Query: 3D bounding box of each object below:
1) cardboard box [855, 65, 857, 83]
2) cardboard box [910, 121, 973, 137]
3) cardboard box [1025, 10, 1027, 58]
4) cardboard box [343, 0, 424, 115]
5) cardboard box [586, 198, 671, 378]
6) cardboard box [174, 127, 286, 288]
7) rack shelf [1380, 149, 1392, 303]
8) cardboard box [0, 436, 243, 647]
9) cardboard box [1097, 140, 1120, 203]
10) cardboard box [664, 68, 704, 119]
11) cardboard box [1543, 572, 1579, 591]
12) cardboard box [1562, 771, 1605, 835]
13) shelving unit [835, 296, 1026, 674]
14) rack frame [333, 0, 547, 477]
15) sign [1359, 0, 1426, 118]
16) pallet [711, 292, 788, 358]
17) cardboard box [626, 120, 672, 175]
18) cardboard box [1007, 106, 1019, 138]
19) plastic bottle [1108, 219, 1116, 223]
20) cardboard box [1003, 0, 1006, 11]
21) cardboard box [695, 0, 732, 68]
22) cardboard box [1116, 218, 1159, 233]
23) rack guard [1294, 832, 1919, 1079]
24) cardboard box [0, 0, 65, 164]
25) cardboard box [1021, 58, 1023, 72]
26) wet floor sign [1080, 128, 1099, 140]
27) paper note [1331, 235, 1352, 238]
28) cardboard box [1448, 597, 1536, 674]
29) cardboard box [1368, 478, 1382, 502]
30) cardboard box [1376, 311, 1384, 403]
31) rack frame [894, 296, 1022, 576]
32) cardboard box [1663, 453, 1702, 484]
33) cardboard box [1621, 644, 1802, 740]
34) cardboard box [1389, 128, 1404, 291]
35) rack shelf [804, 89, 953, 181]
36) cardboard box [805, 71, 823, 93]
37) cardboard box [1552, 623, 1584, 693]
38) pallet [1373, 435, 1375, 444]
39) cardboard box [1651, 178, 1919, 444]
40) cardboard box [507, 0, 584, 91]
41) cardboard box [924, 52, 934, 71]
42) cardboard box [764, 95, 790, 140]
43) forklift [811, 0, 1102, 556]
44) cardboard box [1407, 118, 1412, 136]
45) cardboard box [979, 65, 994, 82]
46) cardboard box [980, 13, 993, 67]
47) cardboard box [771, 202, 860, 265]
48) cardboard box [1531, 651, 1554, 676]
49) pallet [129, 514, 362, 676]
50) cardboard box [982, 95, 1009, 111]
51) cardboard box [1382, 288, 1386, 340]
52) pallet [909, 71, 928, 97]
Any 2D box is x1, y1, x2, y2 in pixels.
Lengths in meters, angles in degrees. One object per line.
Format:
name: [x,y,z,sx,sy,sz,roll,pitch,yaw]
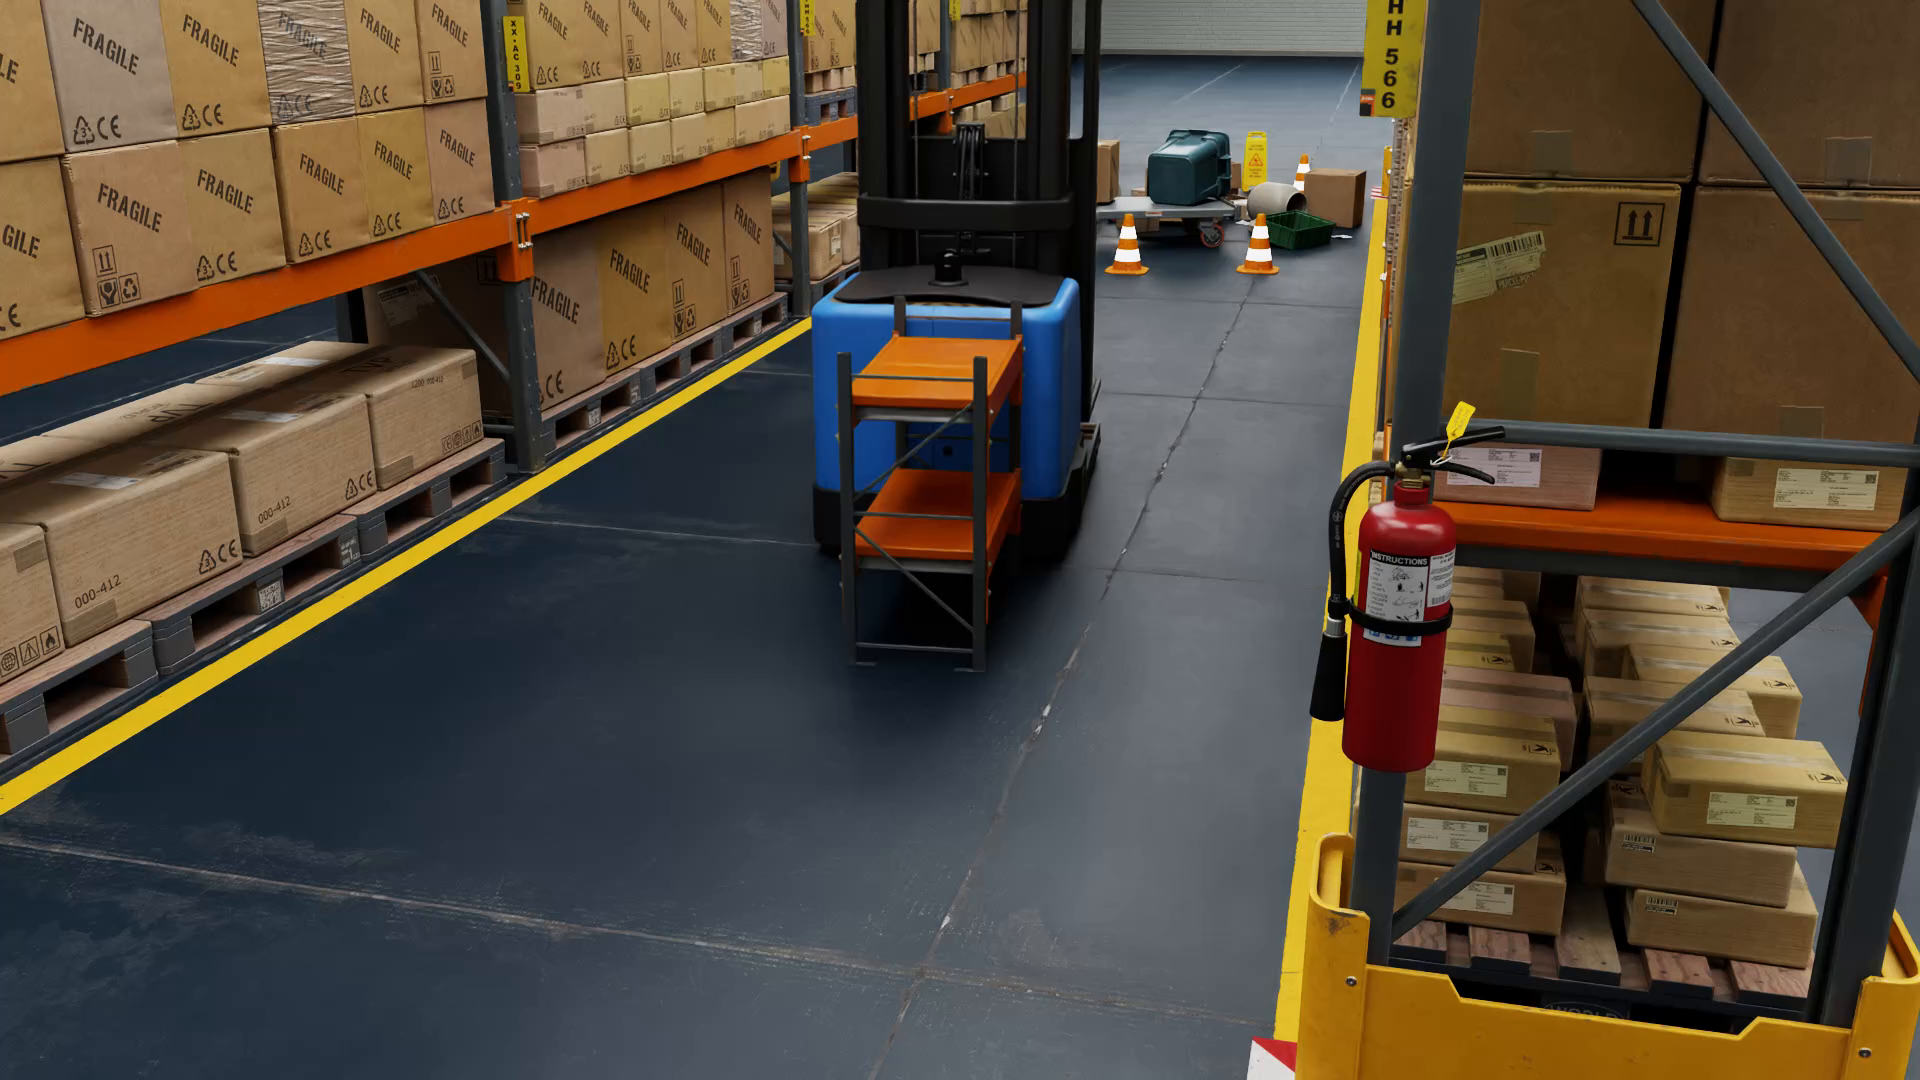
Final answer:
cardboard box: [-0.987,-3.633,12.922,0.380,0.149,0.250,5,20,16]
cardboard box: [-0.179,-3.710,15.852,0.500,0.500,0.500,6,20,16]
cardboard box: [0.527,-5.544,18.162,0.500,0.500,0.500,4,19,12]
cardboard box: [-2.519,-1.979,6.638,0.500,0.500,0.500,4,19,13]
cardboard box: [-2.252,-1.464,9.470,0.875,0.875,0.875,5,20,15]
cardboard box: [-2.776,-1.185,5.861,0.500,0.500,0.500,5,20,15]
rack shelf: [2.774,-1.713,8.676,1.077,0.370,4.000,5,19,13]
cardboard box: [-3.237,-0.021,5.923,0.875,0.438,0.875,5,20,15]
cardboard box: [1.149,-3.338,15.015,0.500,0.500,0.500,5,19,13]
cardboard box: [-1.787,-2.548,9.465,0.500,0.250,0.500,4,19,12]
cardboard box: [2.037,0.058,5.218,0.380,0.149,0.250,5,19,14]
cardboard box: [1.785,0.671,4.342,0.380,0.149,0.250,5,19,14]
shelving unit: [-0.084,-0.242,6.156,0.538,1.125,1.048,3,19,8]
rack frame: [-2.539,-1.786,7.777,1.000,3.000,0.127,5,19,13]
sign: [0.775,-0.921,2.963,0.100,0.325,0.005,5,19,13]
pallet: [-1.828,-1.479,11.192,1.003,0.211,1.213,5,19,13]
cardboard box: [-1.910,-2.154,9.085,0.500,0.250,0.500,4,19,13]
cardboard box: [0.326,-4.364,17.768,0.500,0.500,0.500,5,20,15]
plastic bottle: [1.549,-3.160,16.343,0.133,0.061,0.283,8,21,23]
cardboard box: [0.067,-5.560,16.663,0.700,0.500,0.500,5,19,13]
cardboard box: [-1.680,-3.061,9.807,0.500,0.500,0.500,5,19,13]
cardboard box: [1.696,-3.086,15.811,0.258,0.266,0.396,-9,21,-24]
rack guard: [1.327,0.986,3.528,1.175,0.500,0.348,5,19,13]
cardboard box: [-3.004,-1.343,4.779,0.500,0.500,0.500,4,19,12]
cardboard box: [0.471,-5.128,17.948,0.380,0.149,0.250,4,19,12]
wet floor sign: [1.477,-4.408,19.096,0.267,0.644,0.232,12,22,32]
paper note: [3.526,-2.812,15.372,0.147,0.020,0.142,-9,21,-24]
cardboard box: [1.374,0.268,4.603,0.380,0.149,0.250,4,19,11]
cardboard box: [1.885,-0.188,6.858,0.380,0.149,0.250,4,19,11]
cardboard box: [2.348,-0.855,8.269,0.500,0.500,0.500,4,19,12]
rack frame: [-0.009,-0.405,6.632,0.500,1.125,0.032,3,19,8]
cardboard box: [1.727,-0.213,3.559,0.380,0.149,0.250,5,20,15]
cardboard box: [1.902,0.393,4.236,0.380,0.149,0.250,5,19,13]
cardboard box: [1.546,-0.999,4.856,0.500,0.500,0.500,6,20,16]
rack shelf: [-1.073,-3.326,13.399,1.077,0.370,4.000,5,19,13]
cardboard box: [-1.201,-3.293,11.927,0.380,0.149,0.250,3,19,10]
cardboard box: [1.921,0.365,4.780,0.380,0.149,0.250,4,19,11]
pallet: [2.474,-0.352,7.890,1.003,0.211,1.213,5,19,13]
cardboard box: [1.686,-0.480,3.338,0.500,0.500,0.500,6,20,16]
cardboard box: [-2.153,-2.422,7.936,0.500,0.500,0.500,5,19,14]
cardboard box: [-0.443,-4.190,14.554,0.380,0.149,0.250,5,19,14]
cardboard box: [-1.434,-2.790,10.947,0.500,0.250,0.500,4,19,11]
forklift: [0.117,-1.758,7.801,1.130,2.935,3.031,3,19,8]
cardboard box: [1.303,-1.156,3.771,0.500,0.500,0.500,4,19,12]
cardboard box: [0.125,-4.648,16.545,0.380,0.149,0.250,5,19,14]
cardboard box: [0.029,-4.913,16.316,0.500,0.500,0.500,4,19,13]
cardboard box: [-1.242,-2.403,12.999,0.950,0.372,0.625,4,19,12]
cardboard box: [1.451,0.409,4.649,0.380,0.149,0.250,4,19,13]
pallet: [-3.097,0.149,6.425,1.003,0.211,1.213,5,19,13]
cardboard box: [0.295,-4.554,17.320,0.380,0.149,0.250,6,20,16]
cardboard box: [2.222,-1.051,7.682,0.500,0.250,0.500,4,19,12]
pallet: [-0.912,-3.975,14.481,1.003,0.211,1.213,5,19,13]
